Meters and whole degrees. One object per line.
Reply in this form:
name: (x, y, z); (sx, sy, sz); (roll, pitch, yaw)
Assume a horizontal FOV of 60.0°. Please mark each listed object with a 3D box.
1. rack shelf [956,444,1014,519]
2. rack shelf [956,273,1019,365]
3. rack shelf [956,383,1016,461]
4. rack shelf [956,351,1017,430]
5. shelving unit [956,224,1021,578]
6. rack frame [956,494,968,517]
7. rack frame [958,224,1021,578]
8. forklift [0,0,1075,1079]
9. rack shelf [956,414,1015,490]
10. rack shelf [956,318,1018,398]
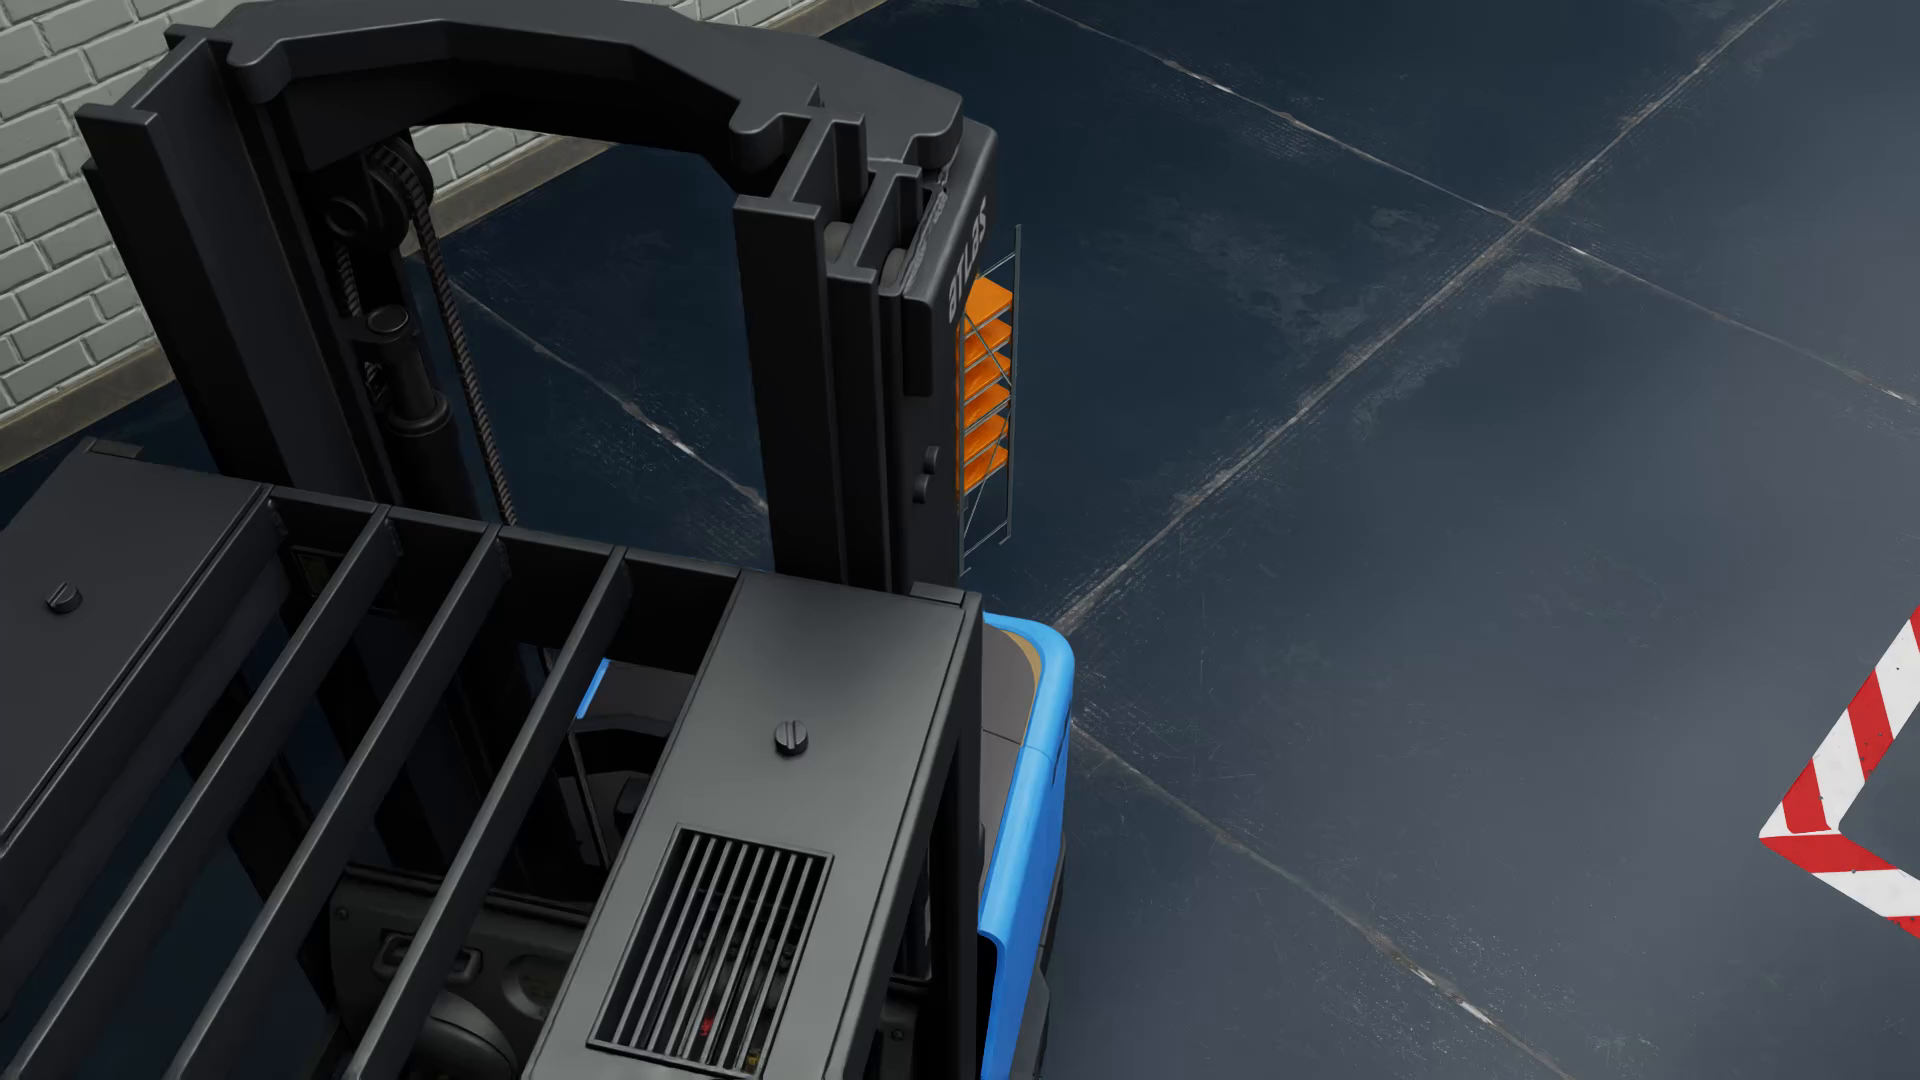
rack shelf: (0.011, -0.209, 5.013); (0.180, 0.103, 0.258); (34, 55, 28)
rack shelf: (0.011, -0.620, 4.576); (0.180, 0.103, 0.258); (34, 55, 28)
rack shelf: (0.011, -0.373, 4.838); (0.180, 0.103, 0.258); (34, 55, 28)
rack shelf: (0.011, -0.455, 4.751); (0.180, 0.103, 0.258); (34, 55, 28)
shelving unit: (0.011, -0.404, 4.806); (0.189, 1.200, 0.258); (34, 55, 28)
rack frame: (-0.057, -0.449, 4.848); (0.006, 1.200, 0.240); (34, 55, 28)
rack frame: (0.078, -0.358, 4.763); (0.006, 1.200, 0.240); (34, 55, 28)
forklift: (-0.571, 0.887, 2.406); (1.130, 2.935, 3.031); (10, 48, 9)
rack shelf: (0.011, -0.291, 4.926); (0.180, 0.103, 0.258); (34, 55, 28)
rack shelf: (0.011, -0.537, 4.663); (0.180, 0.103, 0.258); (34, 55, 28)
